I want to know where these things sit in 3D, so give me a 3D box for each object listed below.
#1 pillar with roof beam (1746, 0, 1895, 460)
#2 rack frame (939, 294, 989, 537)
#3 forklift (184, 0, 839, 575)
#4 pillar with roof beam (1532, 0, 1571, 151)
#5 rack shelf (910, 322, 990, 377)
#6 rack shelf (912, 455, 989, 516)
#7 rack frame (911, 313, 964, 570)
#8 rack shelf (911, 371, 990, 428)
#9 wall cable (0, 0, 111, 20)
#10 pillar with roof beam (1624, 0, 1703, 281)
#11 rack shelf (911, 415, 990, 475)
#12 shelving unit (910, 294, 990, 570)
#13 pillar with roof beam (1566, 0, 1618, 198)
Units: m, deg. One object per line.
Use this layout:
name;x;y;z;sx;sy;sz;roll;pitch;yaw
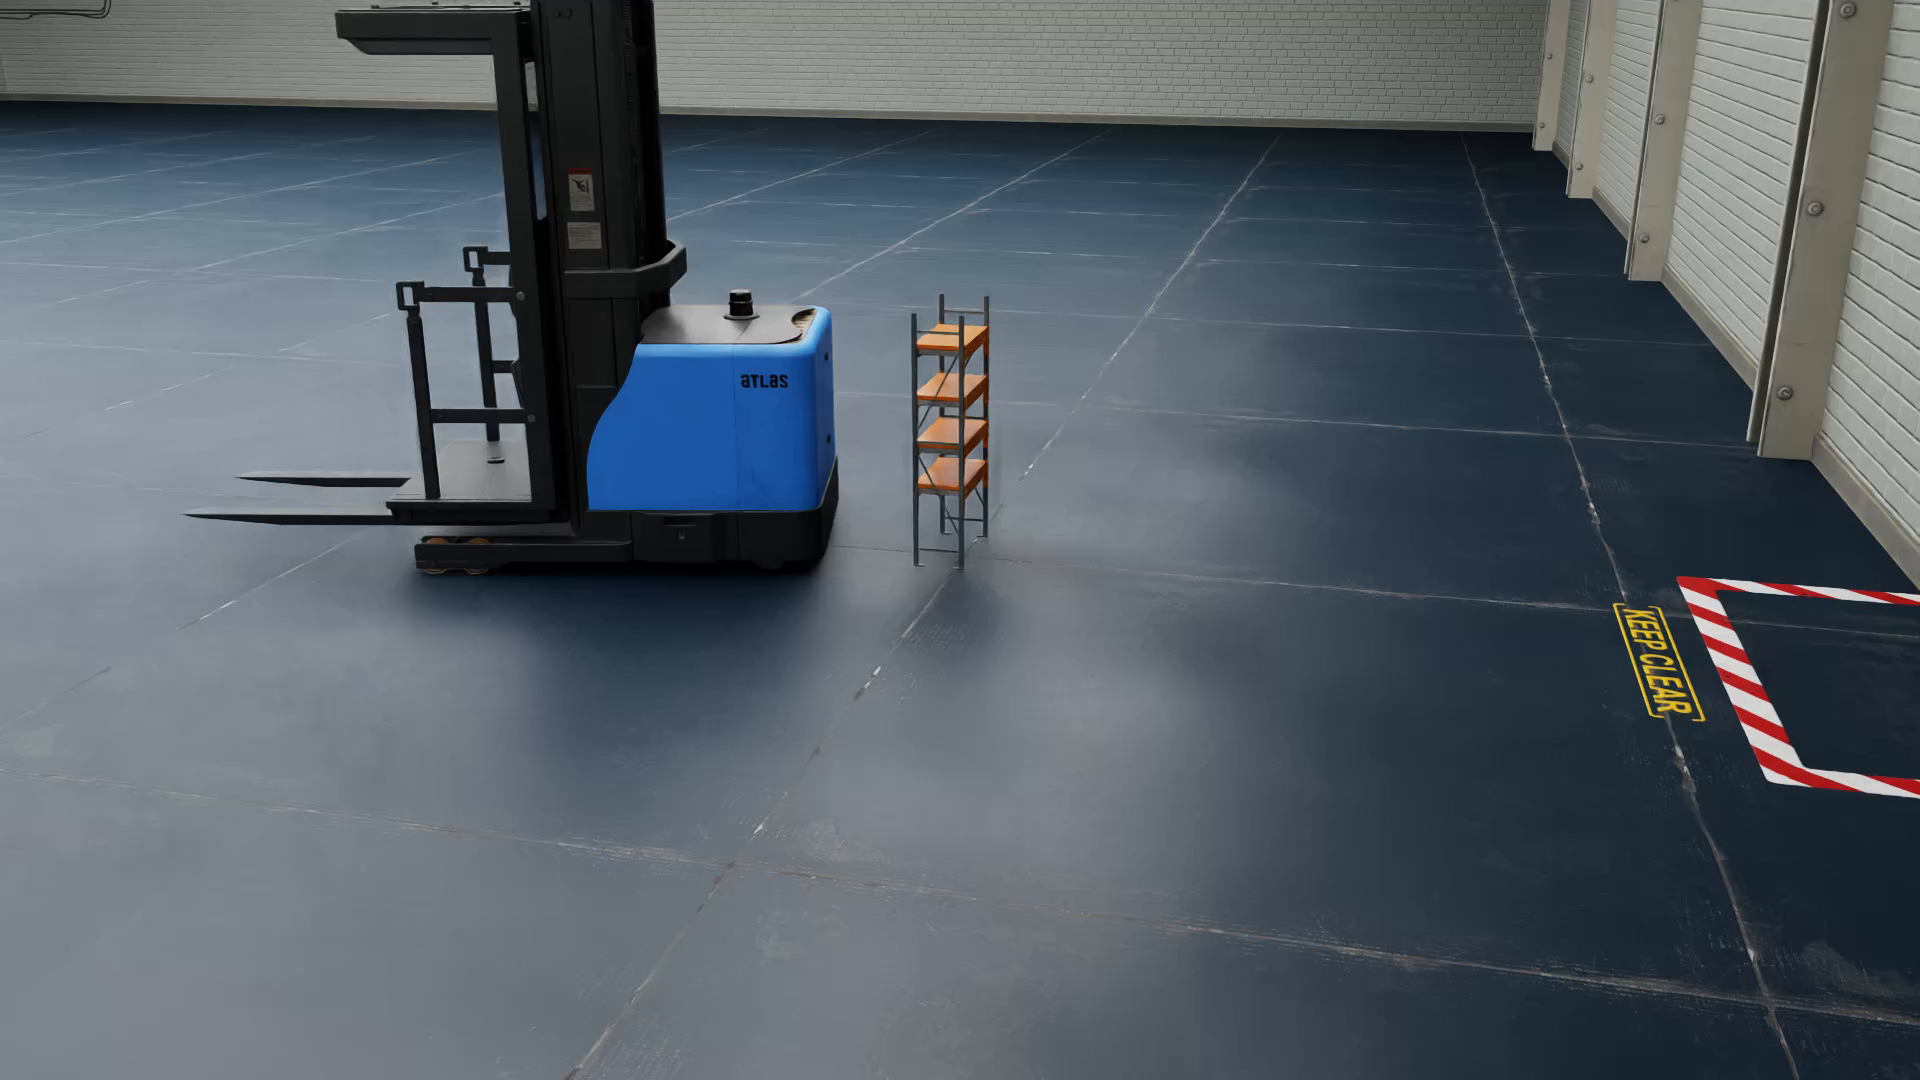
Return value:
pillar with roof beam;0.632;-5.128;9.278;9.100;9.000;0.400;5;19;13
rack frame;0.019;-0.592;8.066;0.240;1.200;0.015;5;19;13
forklift;-2.147;-1.398;7.745;3.031;2.935;1.130;0;19;1
pillar with roof beam;5.030;-10.769;25.795;9.100;9.000;0.400;5;19;13
rack shelf;-0.040;-0.888;7.715;0.258;0.148;0.480;5;19;13
rack shelf;-0.040;-0.264;7.928;0.258;0.148;0.480;5;19;13
rack frame;-0.100;-0.439;7.618;0.240;1.200;0.015;5;19;13
rack shelf;-0.040;-0.664;7.791;0.258;0.148;0.480;5;19;13
wall cable;-19.339;-12.267;34.983;3.097;2.526;0.112;5;19;13
pillar with roof beam;2.098;-7.008;14.783;9.100;9.000;0.400;5;19;13
rack shelf;-0.040;-0.452;7.863;0.258;0.148;0.480;5;19;13
shelving unit;-0.040;-0.516;7.842;0.258;1.200;0.503;5;19;13
pillar with roof beam;3.564;-8.889;20.289;9.100;9.000;0.400;5;19;13
